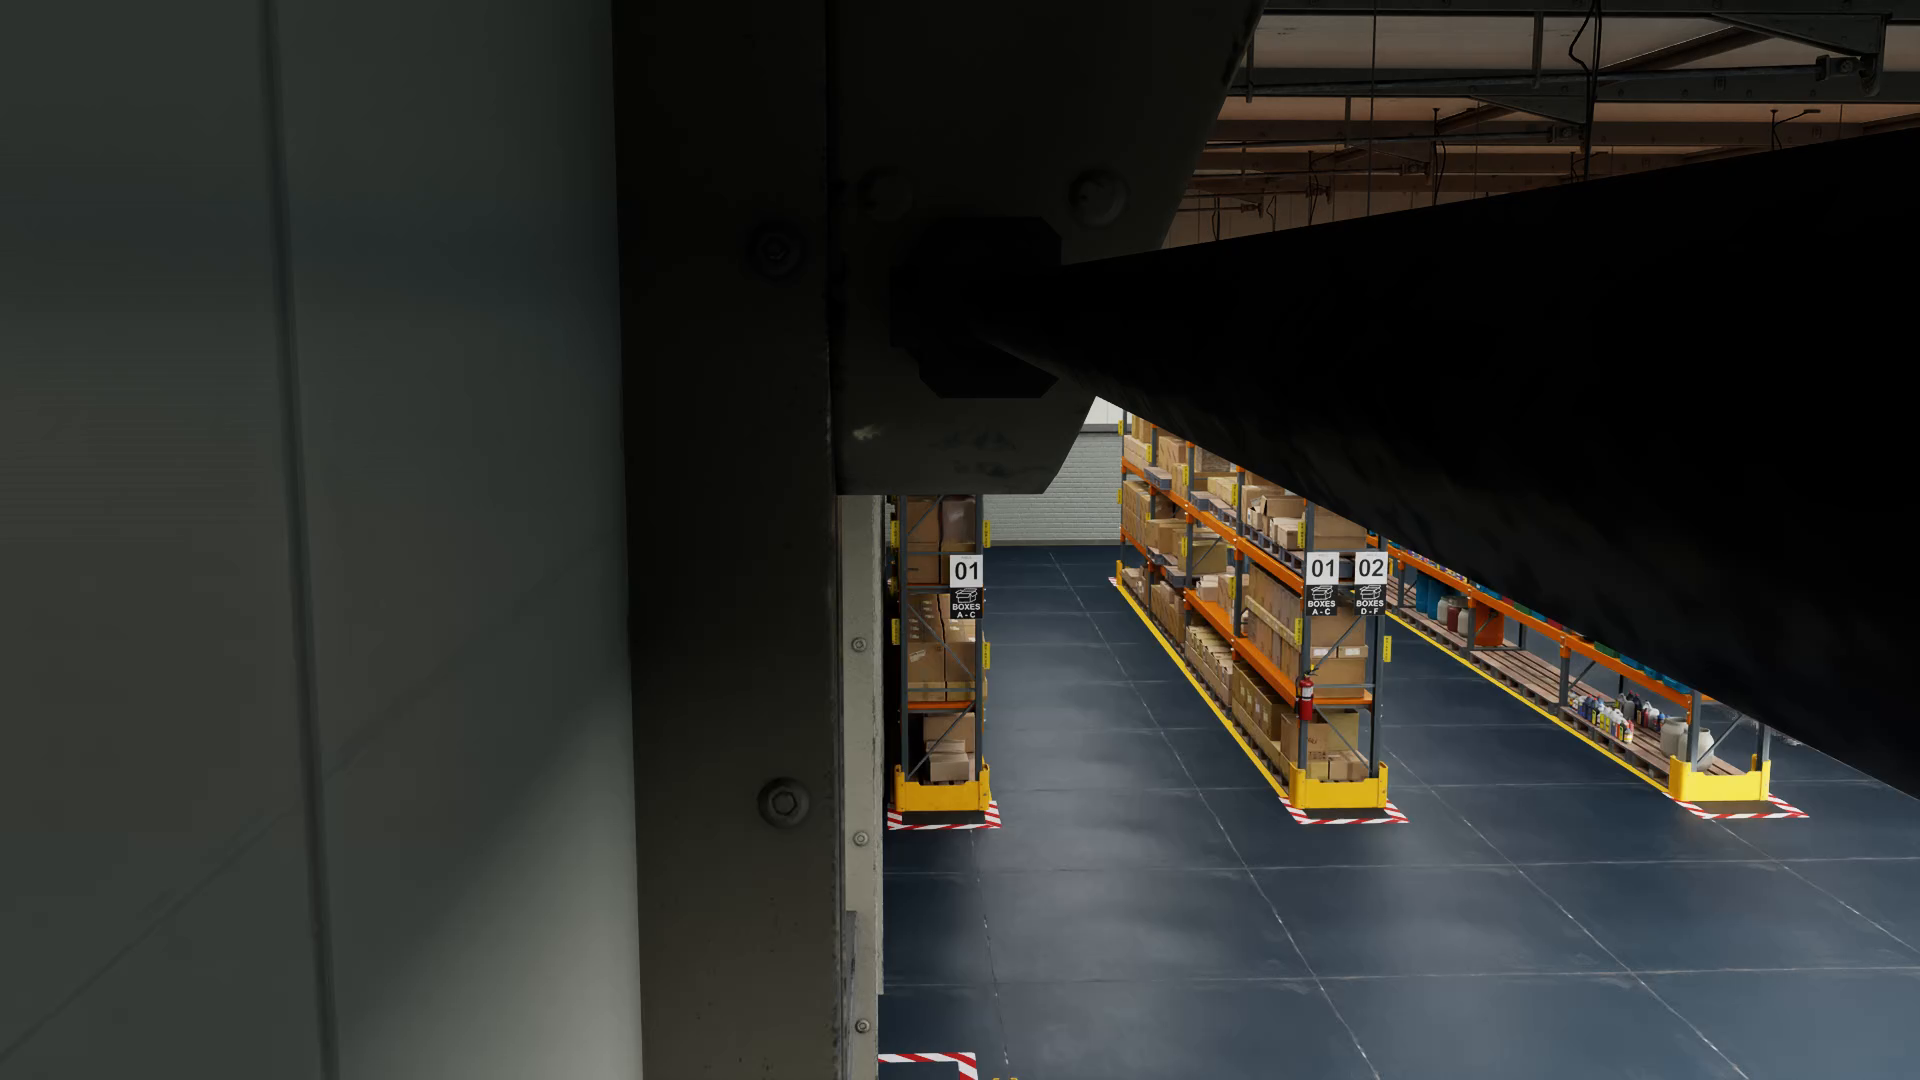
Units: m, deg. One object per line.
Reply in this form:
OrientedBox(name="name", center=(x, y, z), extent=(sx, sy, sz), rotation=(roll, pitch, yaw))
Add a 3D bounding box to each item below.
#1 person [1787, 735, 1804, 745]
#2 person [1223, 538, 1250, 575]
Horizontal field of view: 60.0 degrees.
OrientedBox(name="person", center=(12.008, 2.094, 23.301), extent=(0.613, 1.635, 0.627), rotation=(-3, 9, -17))
OrientedBox(name="person", center=(5.929, 0.197, 35.683), extent=(0.708, 1.799, 0.804), rotation=(-3, 9, -16))
